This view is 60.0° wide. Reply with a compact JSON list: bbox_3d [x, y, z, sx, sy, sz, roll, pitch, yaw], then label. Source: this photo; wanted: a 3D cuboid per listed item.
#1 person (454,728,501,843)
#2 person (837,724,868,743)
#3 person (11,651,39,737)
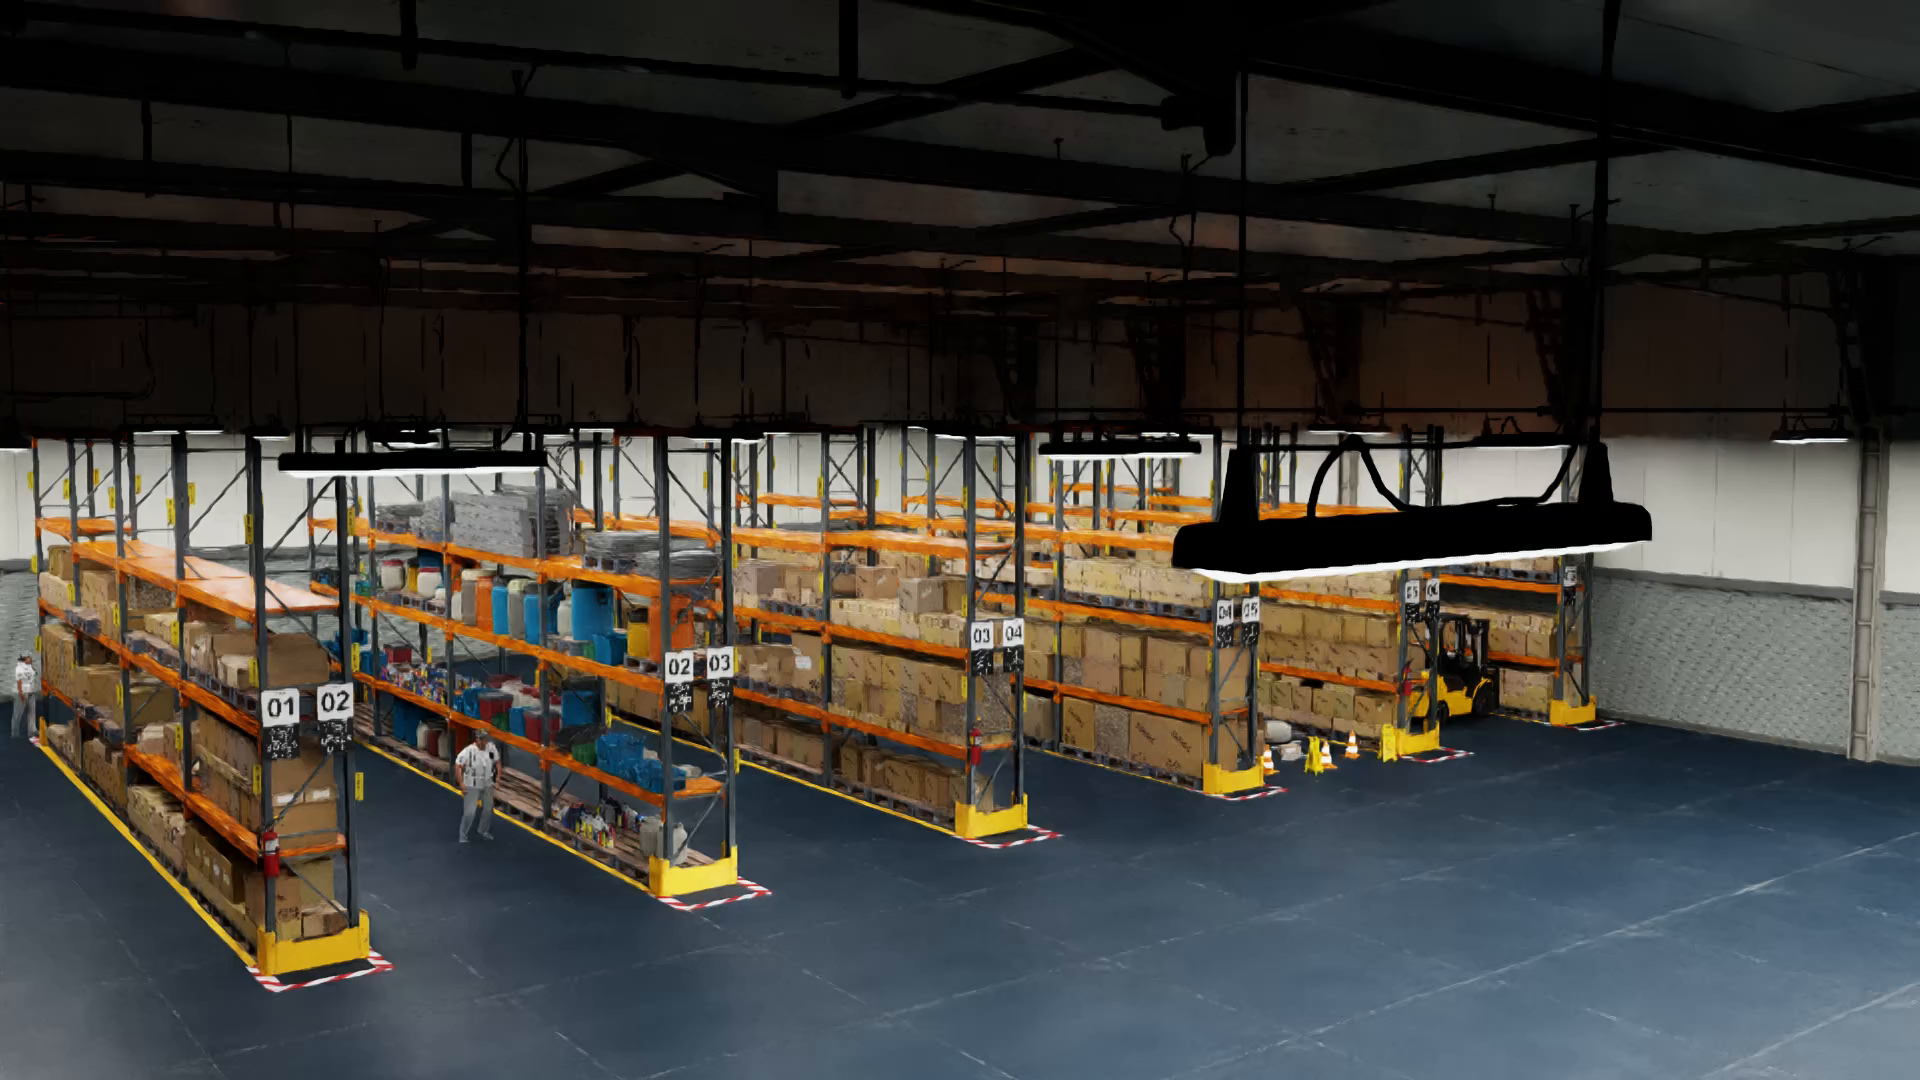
[{"bbox_3d":[-7.053,3.568,24.353,0.682,1.716,0.542,-3,6,-37],"label":"person"},{"bbox_3d":[-2.029,3.038,31.623,0.495,1.587,1.086,-3,5,-34],"label":"person"},{"bbox_3d":[-18.117,2.977,32.218,0.507,1.669,0.515,-1,5,-6],"label":"person"}]
